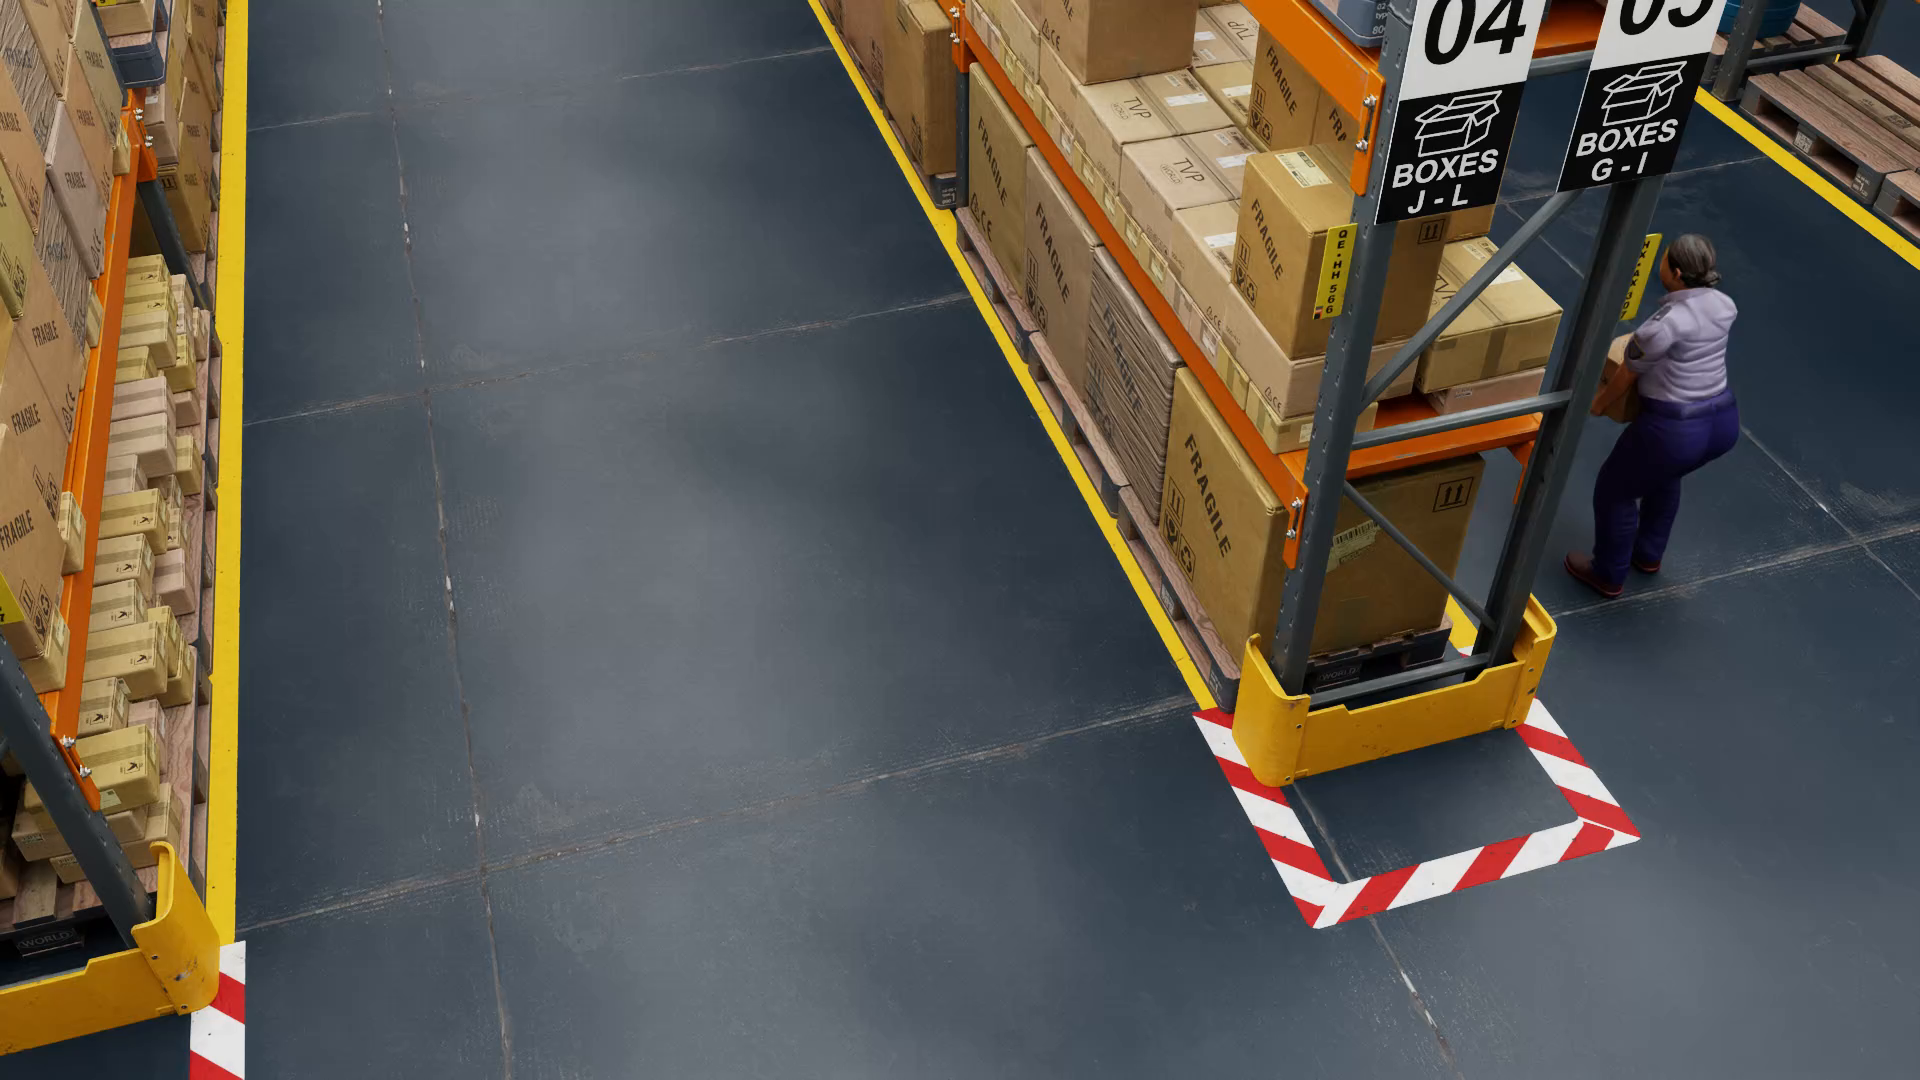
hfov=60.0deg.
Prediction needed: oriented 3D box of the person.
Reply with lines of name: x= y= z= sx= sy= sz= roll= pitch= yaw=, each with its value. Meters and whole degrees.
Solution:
person: x=2.832 y=-0.498 z=6.750 sx=0.437 sy=1.610 sz=0.569 roll=-18 pitch=46 yaw=-19
